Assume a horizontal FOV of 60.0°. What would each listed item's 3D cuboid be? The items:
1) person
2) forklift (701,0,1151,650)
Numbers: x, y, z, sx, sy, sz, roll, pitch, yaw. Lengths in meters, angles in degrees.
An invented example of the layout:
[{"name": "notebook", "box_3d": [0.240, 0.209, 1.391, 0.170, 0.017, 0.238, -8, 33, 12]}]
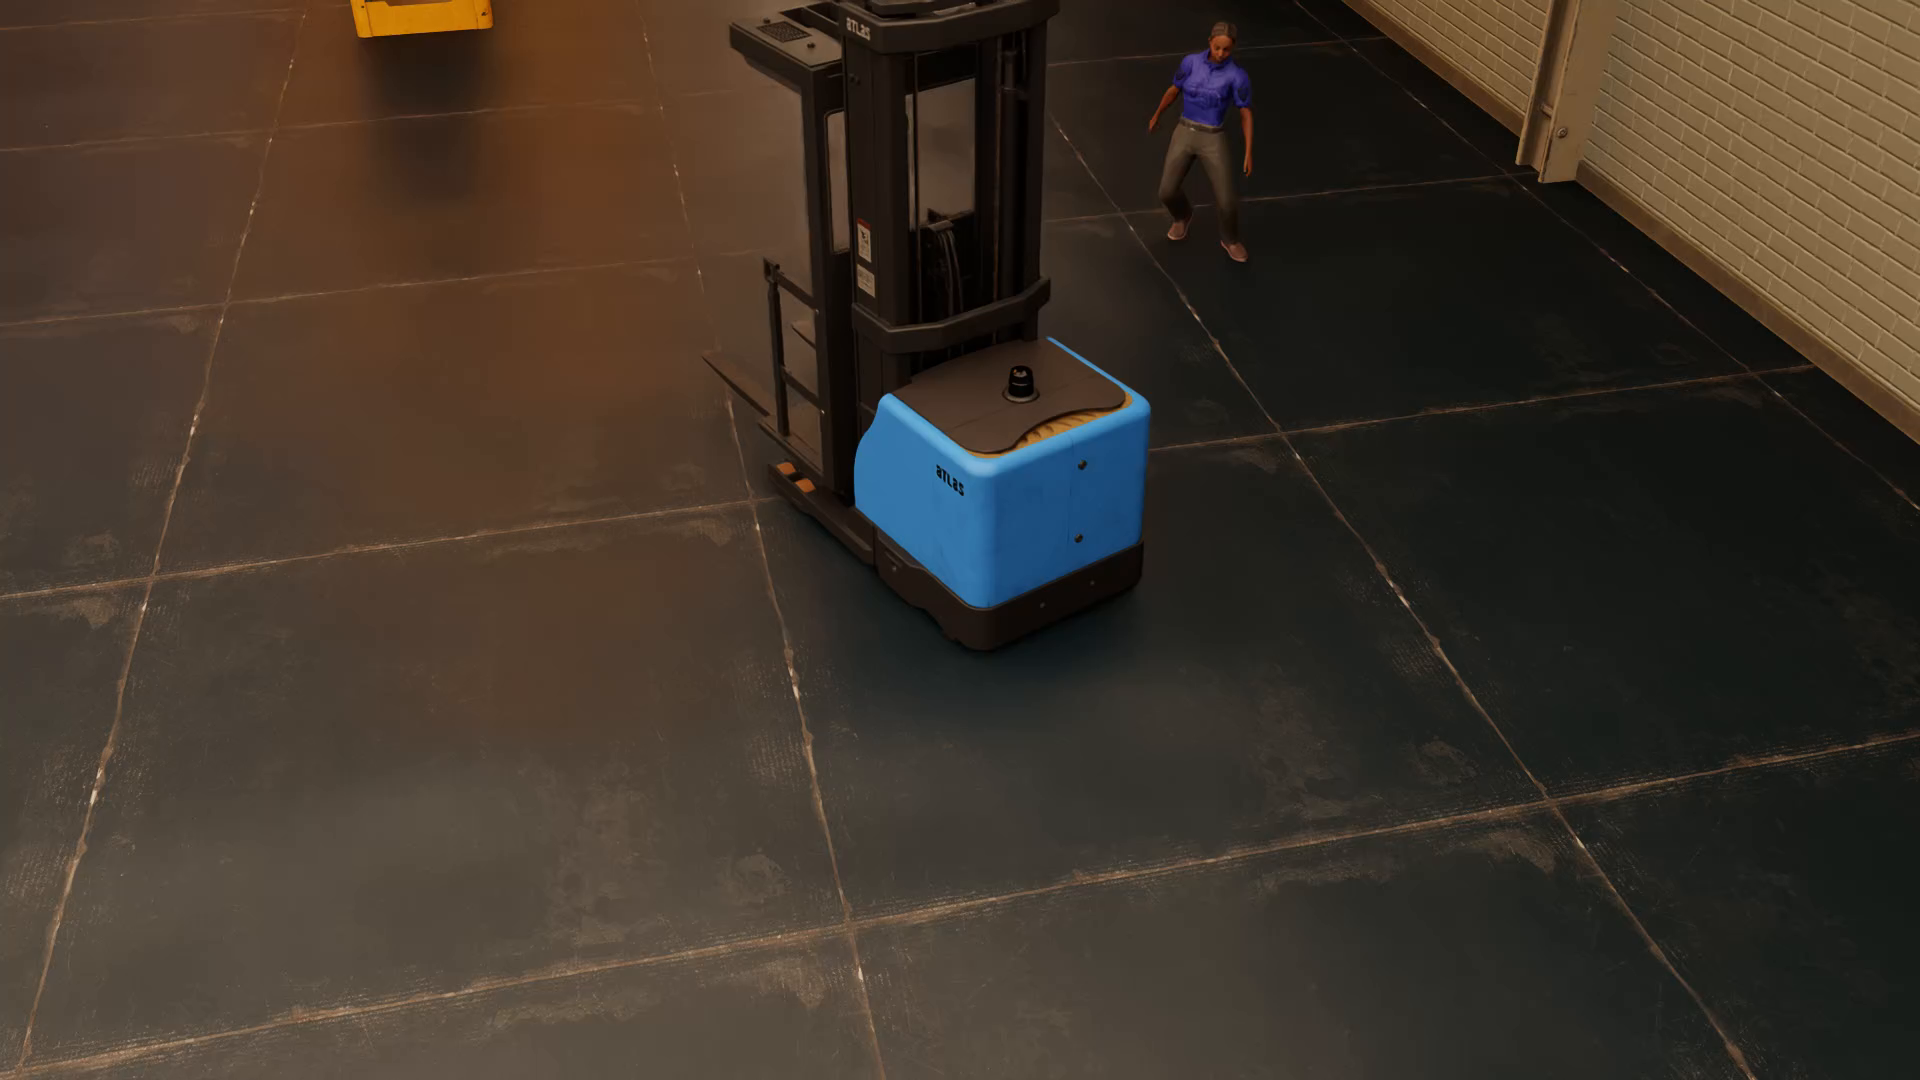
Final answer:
[{"name": "person", "box_3d": [1.604, -2.659, 10.913, 0.815, 1.582, 0.461, 20, 40, 26]}, {"name": "forklift", "box_3d": [-0.365, -1.492, 8.124, 1.130, 2.935, 3.031, -22, 41, -28]}]
